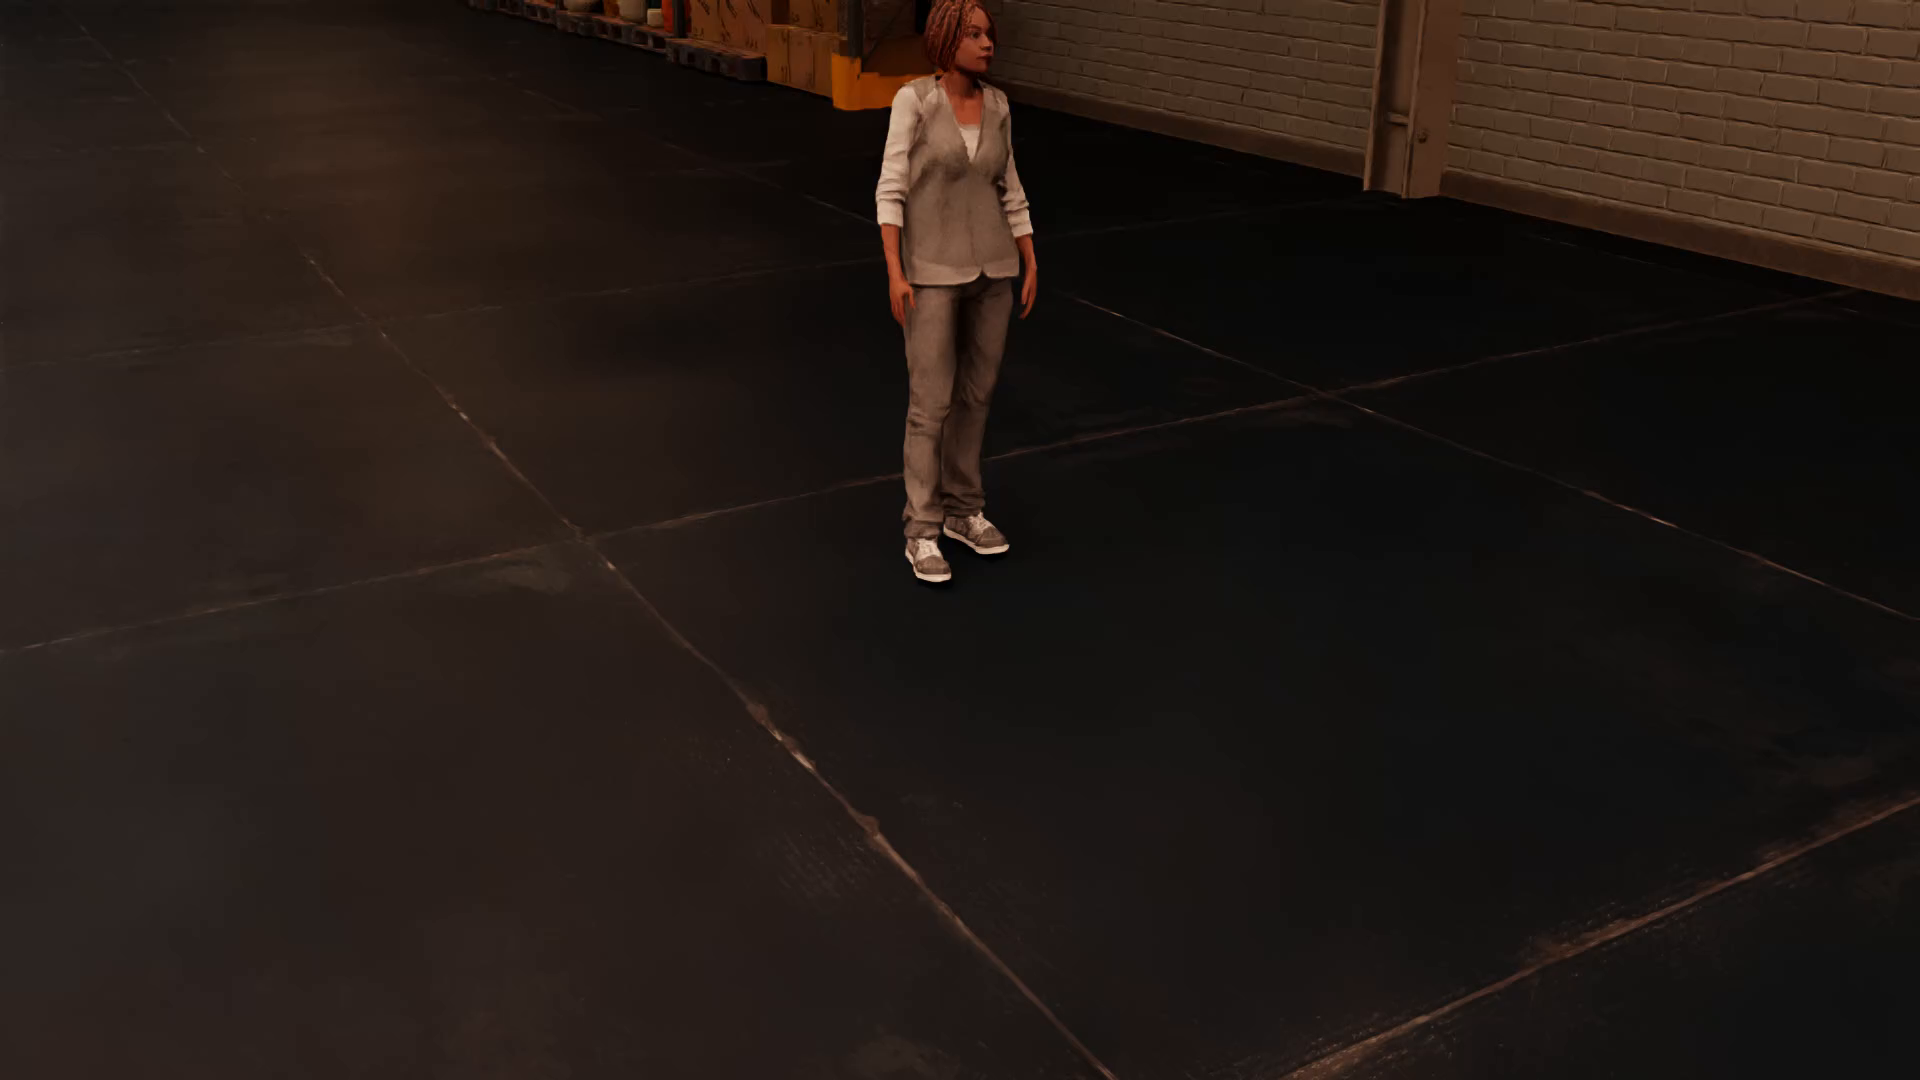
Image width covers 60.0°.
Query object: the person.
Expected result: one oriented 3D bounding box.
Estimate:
[{"bbox_3d":[0.025,-0.718,4.763,0.521,1.597,0.474,-12,25,-28],"label":"person"}]
